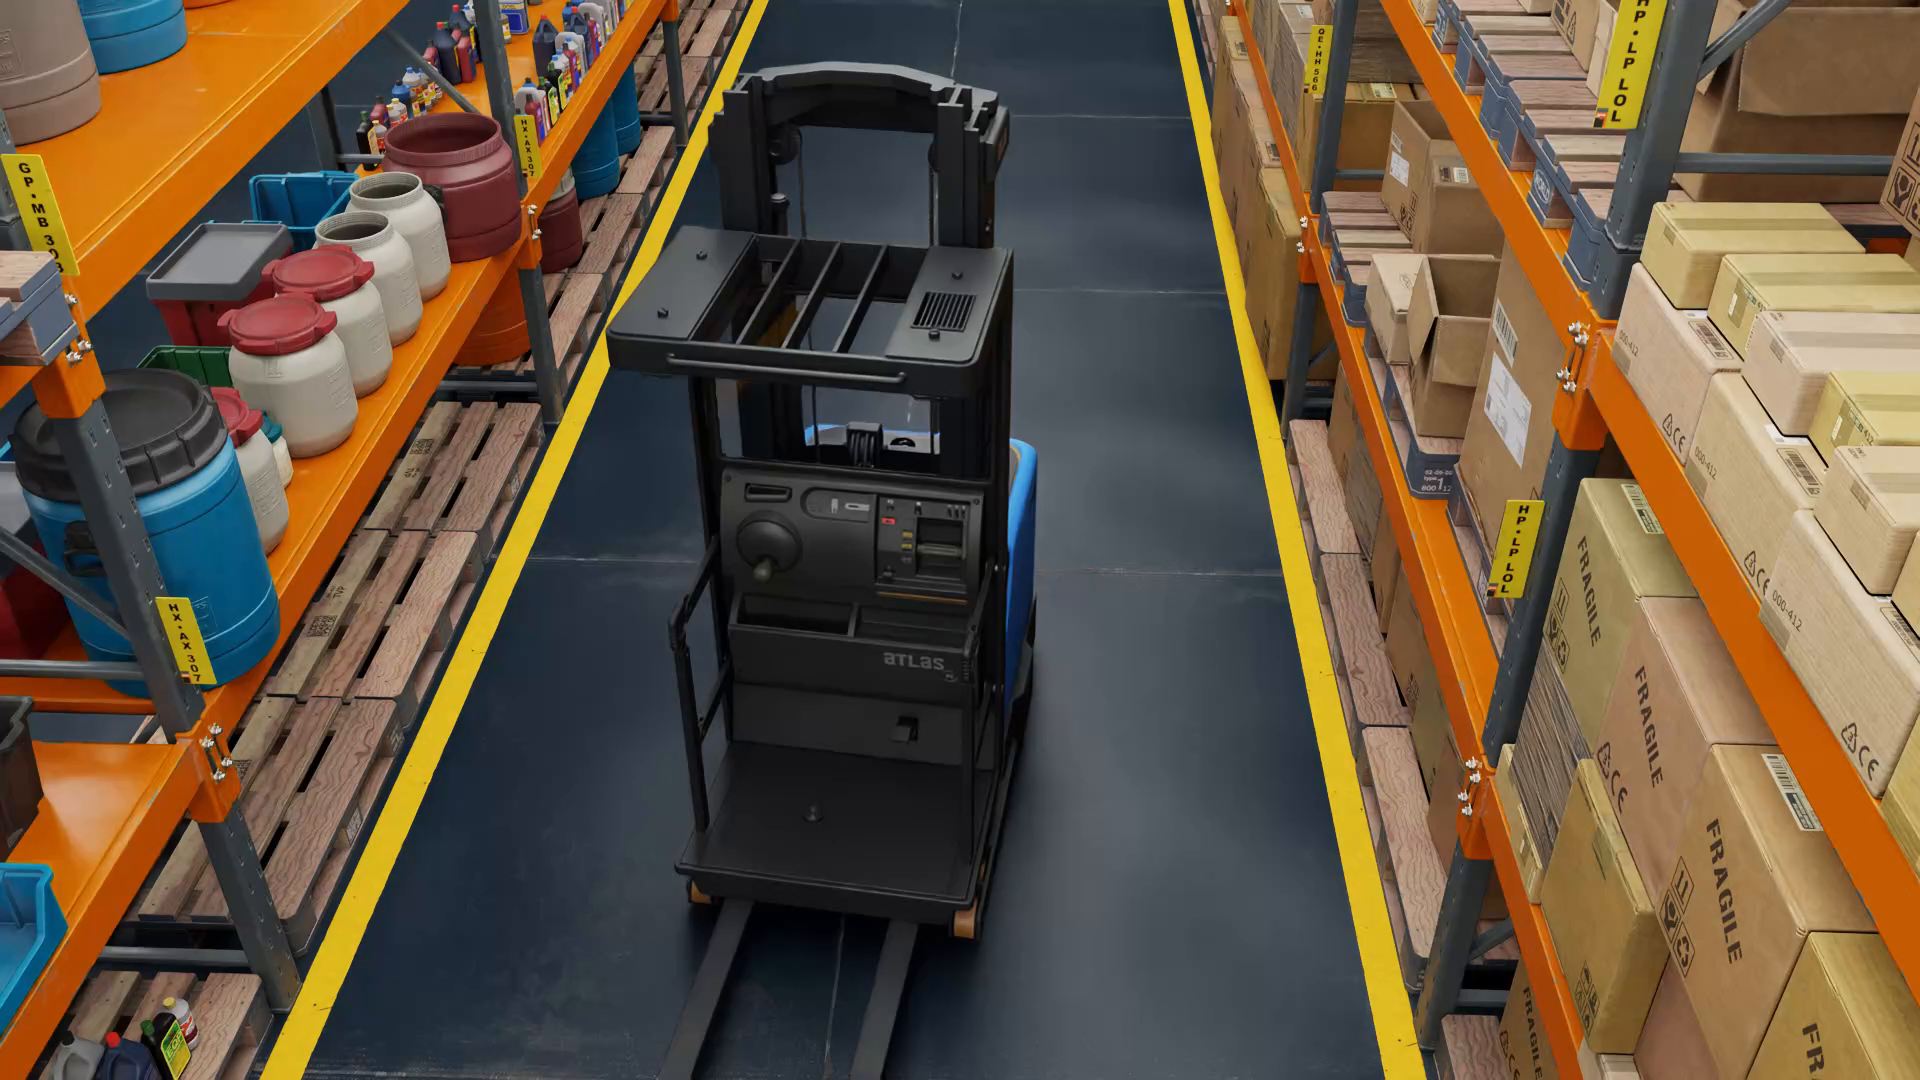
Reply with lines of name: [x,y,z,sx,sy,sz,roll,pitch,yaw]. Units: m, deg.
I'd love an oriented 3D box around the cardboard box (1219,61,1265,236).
cardboard box: [2.368,-2.505,10.689,1.225,0.875,0.875,0,35,0]

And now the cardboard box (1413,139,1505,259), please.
cardboard box: [2.344,-1.365,7.131,0.700,0.500,0.500,6,36,9]

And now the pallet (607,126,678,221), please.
pallet: [-2.612,-2.616,11.788,1.003,0.211,1.213,1,35,2]

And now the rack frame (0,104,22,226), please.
rack frame: [-2.861,-2.057,3.351,1.000,3.000,0.127,1,35,2]

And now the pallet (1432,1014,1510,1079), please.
pallet: [2.096,2.039,5.165,1.003,0.211,1.213,1,35,2]

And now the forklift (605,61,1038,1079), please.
forklift: [-0.416,0.047,5.634,1.130,2.935,3.031,6,35,8]

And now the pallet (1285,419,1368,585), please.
pallet: [2.216,-0.197,8.346,1.003,0.211,1.213,1,35,2]

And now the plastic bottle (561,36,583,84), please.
plastic bottle: [-2.282,-2.819,9.764,0.097,0.271,0.097,0,35,0]

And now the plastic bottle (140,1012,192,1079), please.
plastic bottle: [-2.551,1.613,5.326,0.061,0.283,0.133,3,35,4]

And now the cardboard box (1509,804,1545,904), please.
cardboard box: [1.756,0.874,4.616,0.380,0.149,0.250,1,35,2]

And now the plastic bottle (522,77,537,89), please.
plastic bottle: [-2.370,-2.422,9.200,0.097,0.271,0.097,0,35,0]

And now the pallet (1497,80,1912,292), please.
pallet: [2.219,-0.991,4.606,1.213,0.211,1.003,1,35,2]

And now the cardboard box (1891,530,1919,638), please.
cardboard box: [1.752,0.112,2.656,0.380,0.149,0.250,1,35,1]

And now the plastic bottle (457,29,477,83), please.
plastic bottle: [-2.913,-2.855,9.805,0.061,0.283,0.133,1,35,2]

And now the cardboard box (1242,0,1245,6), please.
cardboard box: [2.141,-3.867,11.056,0.500,0.500,0.500,1,35,2]

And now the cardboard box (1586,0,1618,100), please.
cardboard box: [2.026,-1.375,4.740,0.396,0.266,0.258,3,35,4]

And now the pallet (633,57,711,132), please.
pallet: [-2.549,-3.481,13.020,1.003,0.211,1.213,1,35,2]

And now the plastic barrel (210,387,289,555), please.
plastic barrel: [-2.604,-0.203,5.812,0.433,0.535,0.433,0,35,0]

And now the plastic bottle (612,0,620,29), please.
plastic bottle: [-2.268,-3.415,10.608,0.152,0.276,0.135,1,35,2]

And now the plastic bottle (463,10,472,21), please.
plastic bottle: [-3.022,-3.102,10.167,0.097,0.271,0.097,0,35,0]

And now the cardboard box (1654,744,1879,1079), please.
cardboard box: [1.776,0.767,3.334,0.500,0.500,0.500,1,35,2]

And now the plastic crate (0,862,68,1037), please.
plastic crate: [-2.634,1.100,4.205,0.499,0.251,0.616,1,35,2]

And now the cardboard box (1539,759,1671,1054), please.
cardboard box: [1.953,0.893,4.025,0.875,0.500,0.500,1,35,2]

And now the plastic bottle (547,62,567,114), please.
plastic bottle: [-2.281,-2.568,9.397,0.061,0.283,0.133,1,35,2]

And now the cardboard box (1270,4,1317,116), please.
cardboard box: [2.064,-2.701,9.398,0.500,0.500,0.500,0,35,0]

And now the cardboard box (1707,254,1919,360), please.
cardboard box: [1.824,-0.483,3.504,0.380,0.149,0.250,0,35,0]

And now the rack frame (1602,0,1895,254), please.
rack frame: [2.088,-1.943,3.188,1.000,3.000,0.127,1,35,2]

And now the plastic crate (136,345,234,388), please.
plastic crate: [-3.073,-0.523,6.570,0.450,0.188,0.662,1,35,2]

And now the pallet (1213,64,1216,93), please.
pallet: [2.518,-3.379,12.874,1.003,0.211,1.213,1,35,2]

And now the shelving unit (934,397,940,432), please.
shelving unit: [-0.001,-0.483,7.893,0.258,1.200,0.189,1,35,2]

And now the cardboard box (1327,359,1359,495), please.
cardboard box: [2.242,-0.558,8.227,0.700,0.500,0.500,0,35,-1]

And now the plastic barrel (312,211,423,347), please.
plastic barrel: [-2.545,-1.109,7.121,0.421,0.512,0.421,0,35,0]

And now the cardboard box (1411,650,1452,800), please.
cardboard box: [2.172,0.729,6.396,0.700,0.500,0.500,1,35,2]

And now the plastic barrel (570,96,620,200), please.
plastic barrel: [-2.607,-2.793,11.075,0.600,0.901,0.708,1,35,2]

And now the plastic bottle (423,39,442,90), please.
plastic bottle: [-3.065,-2.752,9.658,0.061,0.283,0.133,1,35,2]

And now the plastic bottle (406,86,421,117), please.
plastic bottle: [-3.067,-2.428,9.269,0.097,0.201,0.097,0,35,0]

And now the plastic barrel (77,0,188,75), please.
plastic barrel: [-3.005,-2.084,5.561,0.600,0.901,0.708,1,35,2]

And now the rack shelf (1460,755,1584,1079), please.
rack shelf: [2.007,1.955,3.485,1.077,0.370,4.000,1,35,2]

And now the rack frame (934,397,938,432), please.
rack frame: [-0.004,-0.430,7.818,0.240,1.200,0.006,1,35,2]

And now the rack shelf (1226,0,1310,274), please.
rack shelf: [2.329,-2.641,10.025,1.077,0.370,4.000,1,35,2]

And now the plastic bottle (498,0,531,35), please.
plastic bottle: [-2.824,-3.356,10.524,0.152,0.276,0.135,1,35,2]

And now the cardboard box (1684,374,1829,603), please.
cardboard box: [1.798,-0.097,3.302,0.500,0.250,0.500,1,35,1]

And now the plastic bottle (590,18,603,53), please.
plastic bottle: [-2.260,-3.106,10.234,0.097,0.201,0.097,0,35,0]

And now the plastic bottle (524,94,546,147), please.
plastic bottle: [-2.301,-2.282,8.990,0.061,0.283,0.133,1,35,2]

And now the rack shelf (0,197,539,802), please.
rack shelf: [-2.781,-0.457,6.918,1.077,0.370,4.000,1,35,2]

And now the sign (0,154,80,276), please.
sign: [-2.312,-0.814,4.184,0.100,0.325,0.005,1,35,2]

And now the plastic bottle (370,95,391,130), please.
plastic bottle: [-3.101,-2.228,8.913,0.061,0.283,0.133,1,35,2]
